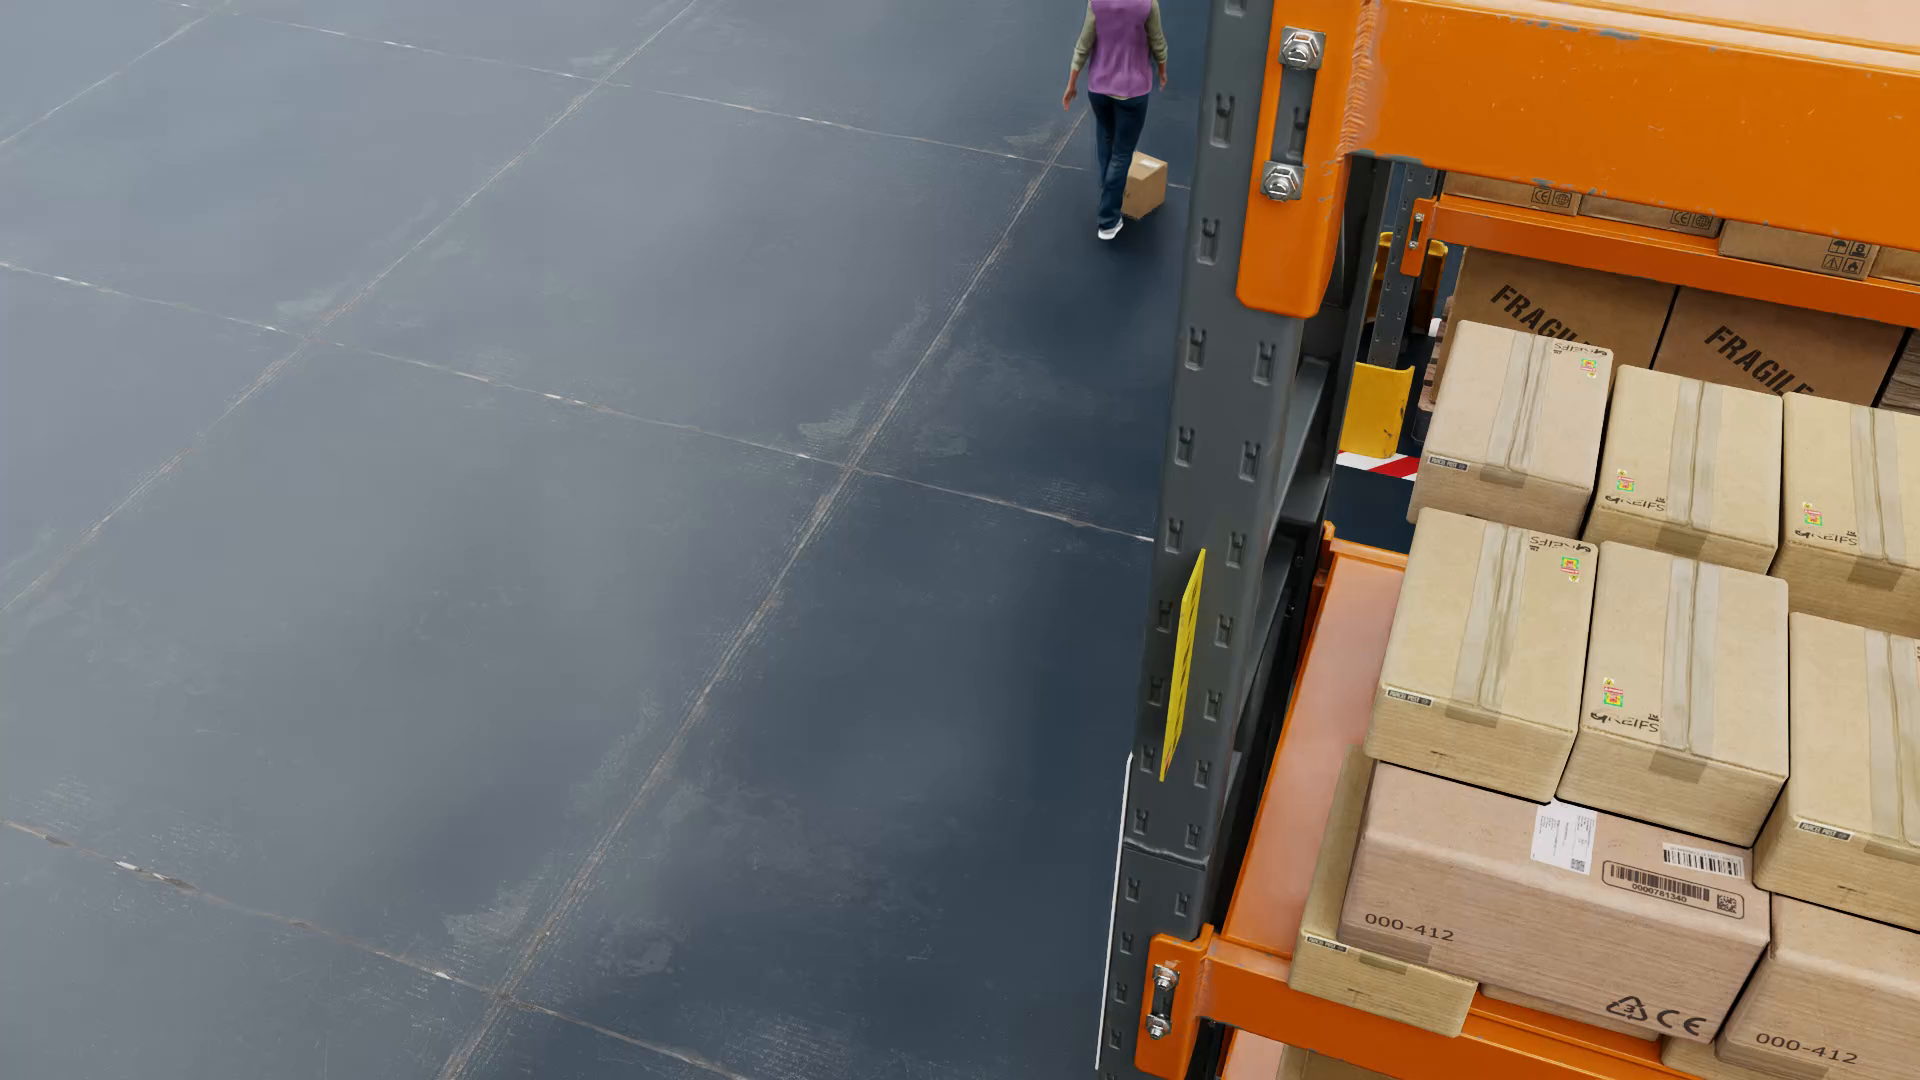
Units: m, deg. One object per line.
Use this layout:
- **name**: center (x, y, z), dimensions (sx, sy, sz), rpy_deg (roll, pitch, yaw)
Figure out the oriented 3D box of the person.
- **person**: center (0.847, -2.422, 8.841), dimensions (0.494, 1.608, 0.703), rpy_deg (15, 44, 16)
